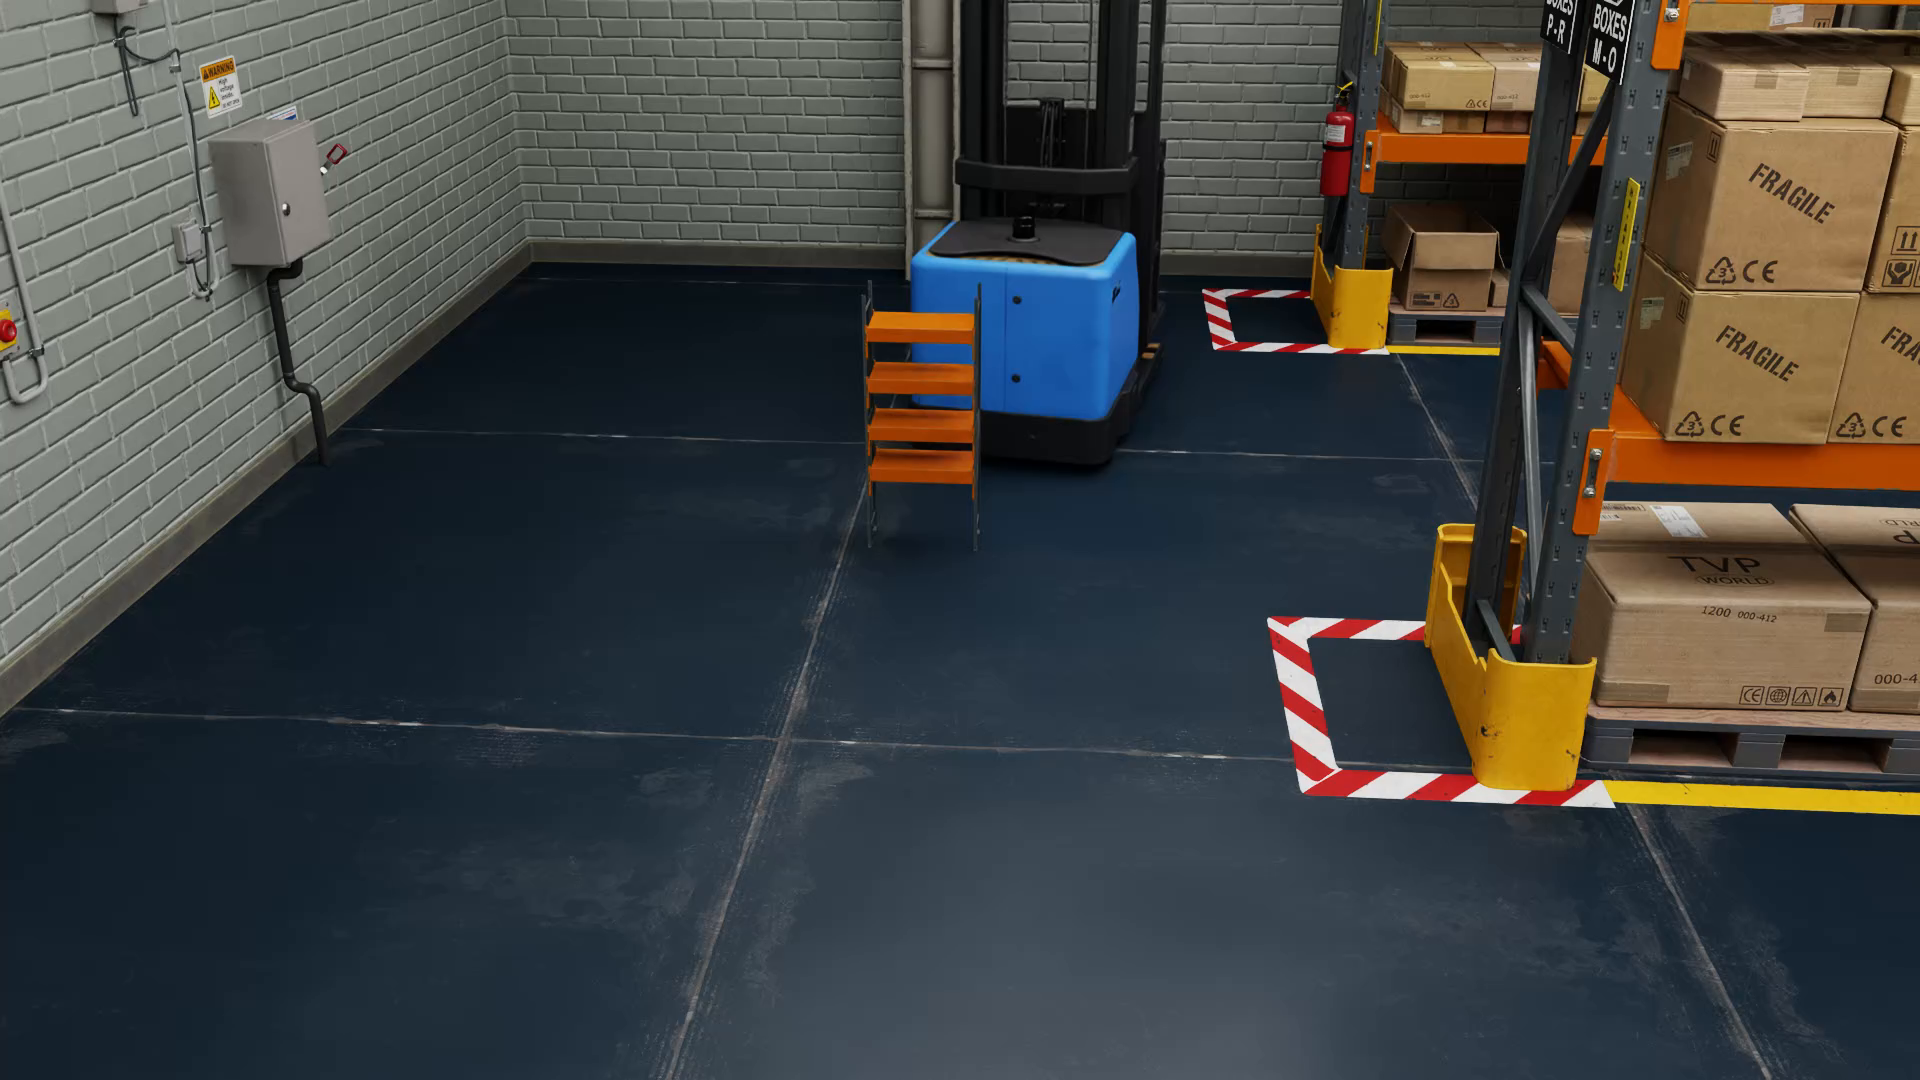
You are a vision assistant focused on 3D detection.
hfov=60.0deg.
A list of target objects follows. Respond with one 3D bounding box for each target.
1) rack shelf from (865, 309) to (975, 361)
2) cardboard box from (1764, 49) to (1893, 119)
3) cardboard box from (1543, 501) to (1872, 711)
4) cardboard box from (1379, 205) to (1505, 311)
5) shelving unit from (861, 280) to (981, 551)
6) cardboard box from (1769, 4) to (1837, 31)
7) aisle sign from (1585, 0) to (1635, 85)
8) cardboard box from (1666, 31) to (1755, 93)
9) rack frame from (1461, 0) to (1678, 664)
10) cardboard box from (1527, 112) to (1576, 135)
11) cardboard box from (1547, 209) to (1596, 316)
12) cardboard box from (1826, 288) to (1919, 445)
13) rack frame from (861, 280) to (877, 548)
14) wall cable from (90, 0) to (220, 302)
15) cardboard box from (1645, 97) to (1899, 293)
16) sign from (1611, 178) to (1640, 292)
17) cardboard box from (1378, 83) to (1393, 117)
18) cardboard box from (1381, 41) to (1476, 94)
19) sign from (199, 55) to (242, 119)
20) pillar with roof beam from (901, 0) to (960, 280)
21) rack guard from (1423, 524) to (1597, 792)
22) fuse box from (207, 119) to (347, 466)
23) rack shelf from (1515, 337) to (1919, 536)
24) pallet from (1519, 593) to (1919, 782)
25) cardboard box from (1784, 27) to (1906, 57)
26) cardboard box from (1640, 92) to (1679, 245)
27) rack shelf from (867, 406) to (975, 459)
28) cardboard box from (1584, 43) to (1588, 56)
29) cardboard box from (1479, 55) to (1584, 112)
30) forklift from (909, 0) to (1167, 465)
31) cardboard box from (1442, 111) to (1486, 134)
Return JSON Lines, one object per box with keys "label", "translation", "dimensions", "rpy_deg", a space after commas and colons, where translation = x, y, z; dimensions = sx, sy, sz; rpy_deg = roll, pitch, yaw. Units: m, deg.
{"label": "rack shelf", "translation": [-0.165, -0.907, 7.346], "dimensions": [0.480, 0.148, 0.258], "rpy_deg": [2, 25, 4]}
{"label": "cardboard box", "translation": [2.665, -1.415, 5.144], "dimensions": [0.250, 0.149, 0.380], "rpy_deg": [2, 25, 5]}
{"label": "cardboard box", "translation": [2.731, 0.227, 6.232], "dimensions": [0.875, 0.438, 0.875], "rpy_deg": [1, 25, 2]}
{"label": "cardboard box", "translation": [3.044, -1.792, 10.541], "dimensions": [0.637, 0.503, 0.797], "rpy_deg": [1, 25, 2]}
{"label": "shelving unit", "translation": [-0.165, -0.550, 7.511], "dimensions": [0.503, 1.200, 0.258], "rpy_deg": [2, 25, 4]}
{"label": "cardboard box", "translation": [4.965, -3.233, 10.114], "dimensions": [0.500, 0.500, 0.500], "rpy_deg": [1, 25, 3]}
{"label": "aisle sign", "translation": [1.971, -1.788, 4.938], "dimensions": [0.004, 0.787, 0.394], "rpy_deg": [2, 25, 4]}
{"label": "cardboard box", "translation": [2.438, -1.592, 5.530], "dimensions": [0.250, 0.149, 0.380], "rpy_deg": [2, 25, 5]}
{"label": "rack frame", "translation": [2.065, -0.726, 5.739], "dimensions": [0.127, 3.000, 1.000], "rpy_deg": [2, 25, 4]}
{"label": "cardboard box", "translation": [3.517, -2.539, 9.981], "dimensions": [0.250, 0.149, 0.380], "rpy_deg": [3, 25, 6]}
{"label": "cardboard box", "translation": [3.893, -1.747, 10.447], "dimensions": [0.500, 0.500, 0.700], "rpy_deg": [3, 25, 6]}
{"label": "cardboard box", "translation": [3.028, -0.632, 5.415], "dimensions": [0.500, 0.500, 0.500], "rpy_deg": [1, 25, 3]}
{"label": "rack frame", "translation": [-0.408, -0.558, 7.528], "dimensions": [0.015, 1.200, 0.240], "rpy_deg": [2, 25, 4]}
{"label": "wall cable", "translation": [-3.462, -1.950, 7.183], "dimensions": [0.122, 1.984, 0.588], "rpy_deg": [2, 25, 4]}
{"label": "cardboard box", "translation": [2.522, -1.091, 5.218], "dimensions": [0.500, 0.500, 0.500], "rpy_deg": [1, 25, 3]}
{"label": "sign", "translation": [2.017, -0.924, 5.039], "dimensions": [0.005, 0.325, 0.100], "rpy_deg": [2, 25, 4]}
{"label": "cardboard box", "translation": [2.792, -2.782, 10.508], "dimensions": [0.250, 0.149, 0.380], "rpy_deg": [2, 25, 3]}
{"label": "cardboard box", "translation": [2.920, -2.958, 10.413], "dimensions": [0.500, 0.250, 0.500], "rpy_deg": [3, 25, 6]}
{"label": "sign", "translation": [-3.463, -2.126, 7.794], "dimensions": [0.001, 0.242, 0.339], "rpy_deg": [2, 25, 4]}
{"label": "pillar with roof beam", "translation": [-0.508, -4.188, 6.086], "dimensions": [0.400, 9.000, 9.100], "rpy_deg": [2, 25, 4]}
{"label": "rack guard", "translation": [2.041, 0.409, 6.263], "dimensions": [0.348, 0.500, 1.175], "rpy_deg": [2, 25, 4]}
{"label": "fuse box", "translation": [-3.253, -1.182, 8.272], "dimensions": [0.414, 1.711, 0.539], "rpy_deg": [2, 25, 4]}
{"label": "rack shelf", "translation": [4.059, -0.335, 5.750], "dimensions": [4.000, 0.370, 1.077], "rpy_deg": [2, 25, 4]}
{"label": "pallet", "translation": [2.868, 0.534, 6.337], "dimensions": [1.213, 0.211, 1.003], "rpy_deg": [2, 25, 4]}
{"label": "cardboard box", "translation": [2.957, -1.621, 5.592], "dimensions": [0.250, 0.149, 0.380], "rpy_deg": [2, 25, 3]}
{"label": "cardboard box", "translation": [2.564, -1.309, 5.691], "dimensions": [0.500, 0.500, 0.500], "rpy_deg": [3, 25, 6]}
{"label": "rack shelf", "translation": [-0.165, -0.489, 7.539], "dimensions": [0.480, 0.148, 0.258], "rpy_deg": [2, 25, 4]}
{"label": "cardboard box", "translation": [3.928, -2.923, 10.337], "dimensions": [0.500, 0.250, 0.500], "rpy_deg": [3, 25, 6]}
{"label": "cardboard box", "translation": [3.376, -2.719, 9.894], "dimensions": [0.500, 0.250, 0.500], "rpy_deg": [2, 25, 5]}
{"label": "forklift", "translation": [0.602, -2.301, 9.245], "dimensions": [1.130, 2.935, 3.031], "rpy_deg": [6, 25, 13]}
{"label": "cardboard box", "translation": [3.005, -2.567, 10.041], "dimensions": [0.250, 0.149, 0.380], "rpy_deg": [2, 25, 5]}
